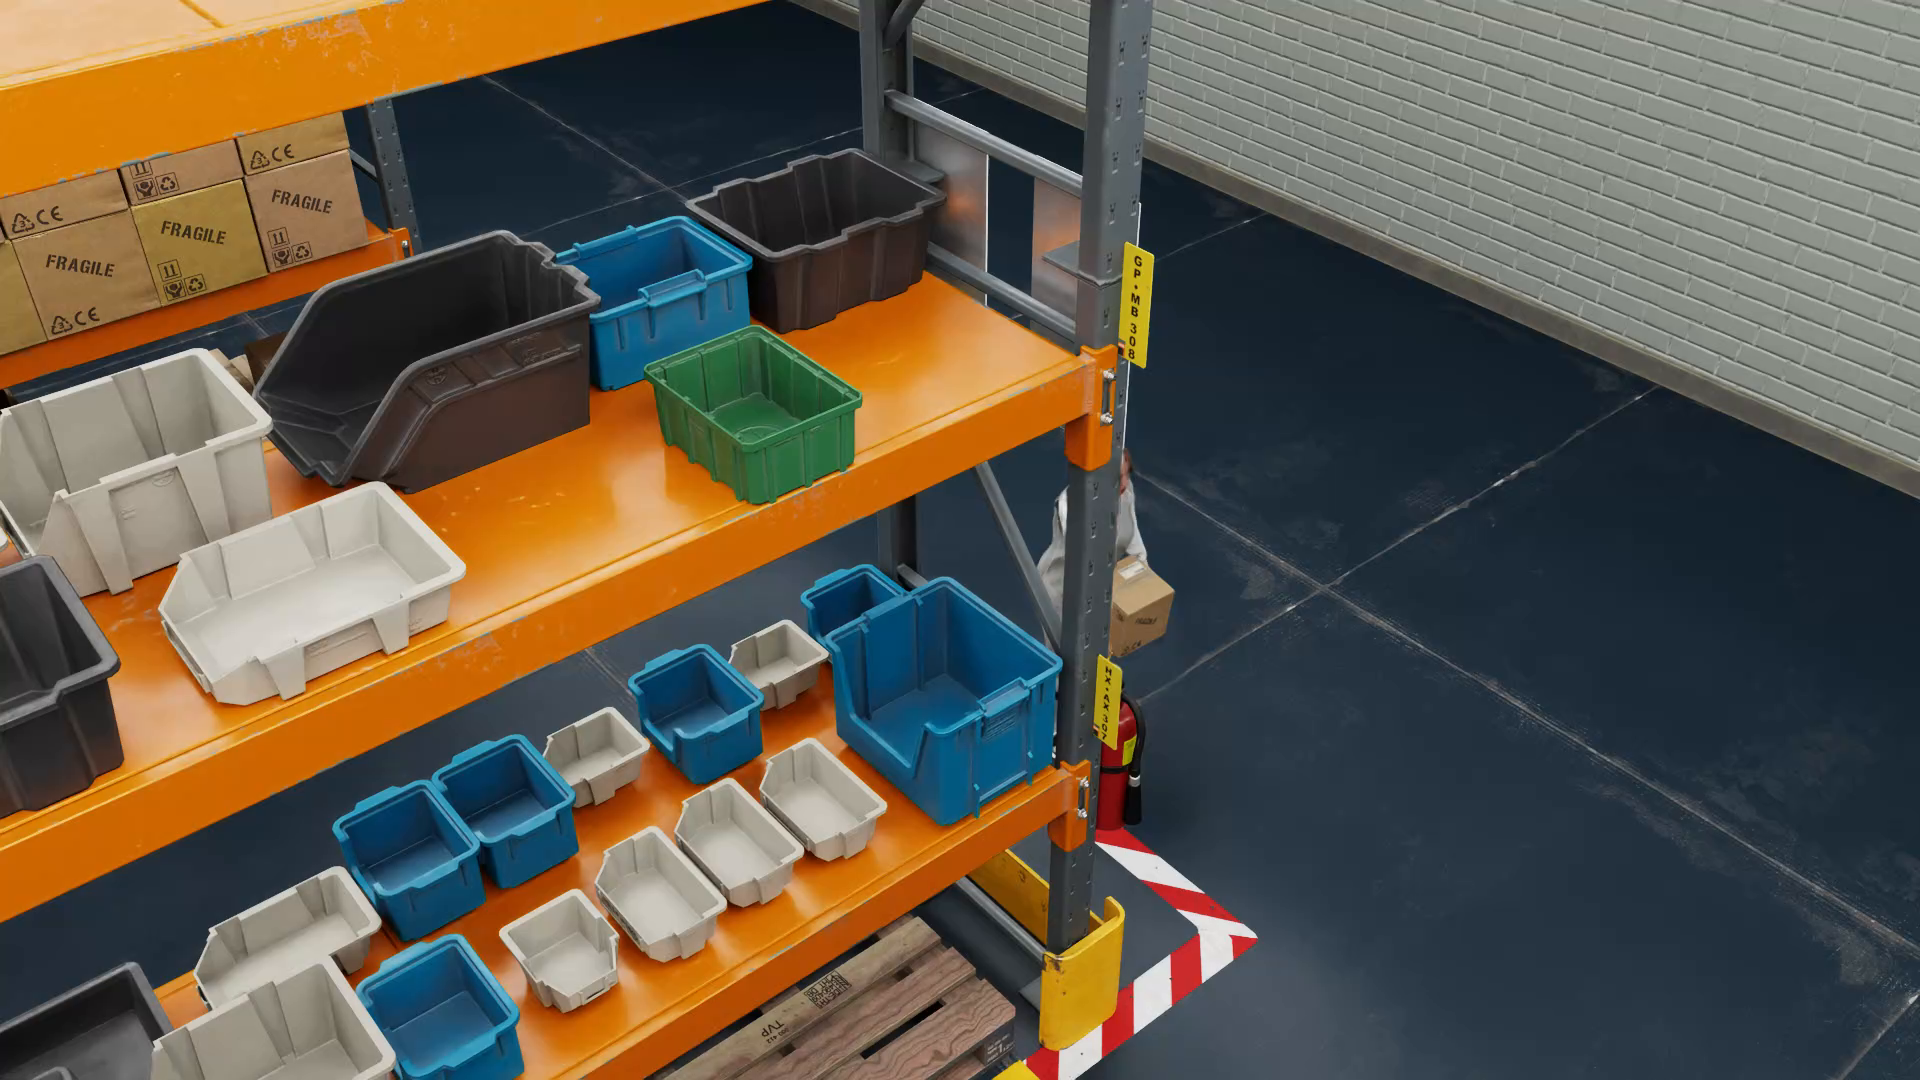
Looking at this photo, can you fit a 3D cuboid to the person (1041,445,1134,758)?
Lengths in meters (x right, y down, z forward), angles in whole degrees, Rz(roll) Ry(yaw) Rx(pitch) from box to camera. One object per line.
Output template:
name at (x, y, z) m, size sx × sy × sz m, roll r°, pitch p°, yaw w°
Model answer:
person at (0.550, 0.257, 6.748) m, size 0.360 × 1.588 × 0.492 m, roll -24°, pitch 43°, yaw -29°
